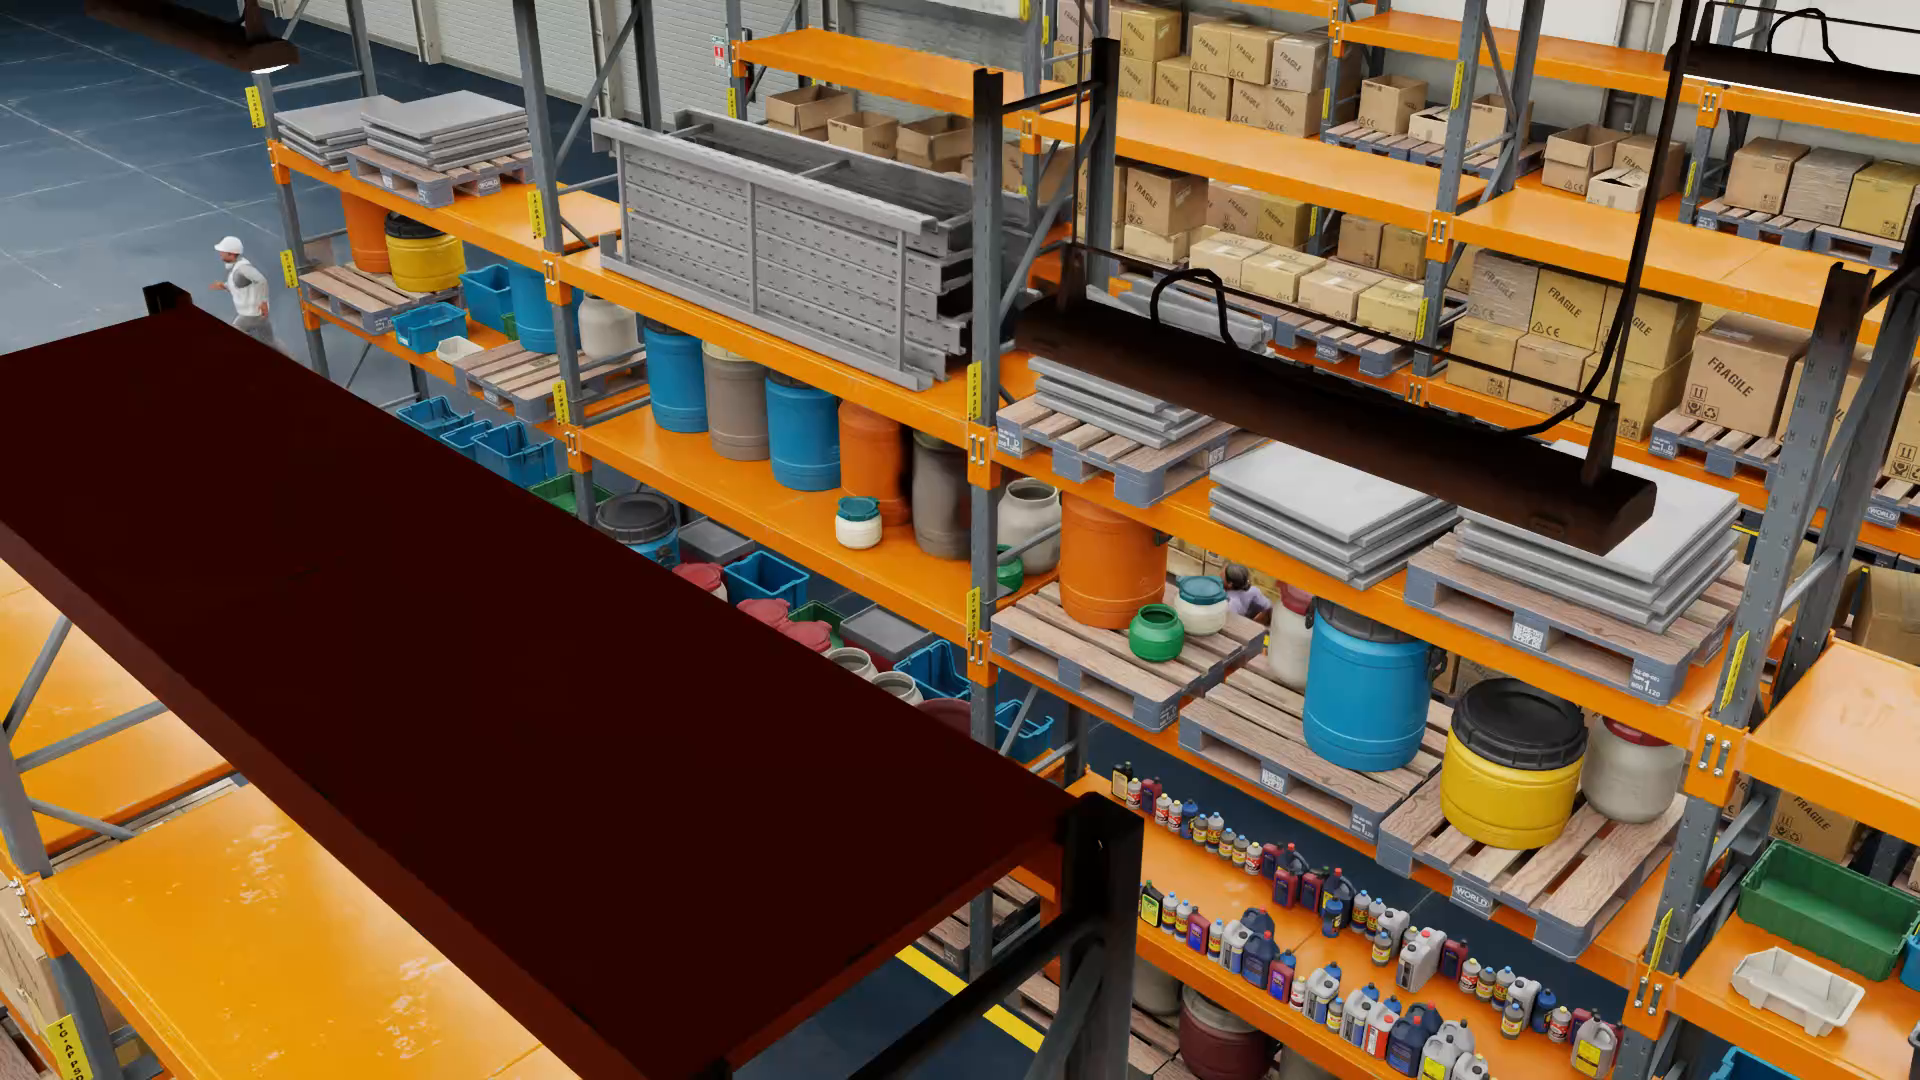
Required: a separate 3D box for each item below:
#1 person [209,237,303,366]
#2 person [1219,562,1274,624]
[{"bbox_3d":[-8.117,-2.621,19.107,0.827,1.787,0.680,-10,31,-17],"label":"person"},{"bbox_3d":[1.957,0.894,12.365,0.872,1.683,0.581,16,33,27],"label":"person"}]
